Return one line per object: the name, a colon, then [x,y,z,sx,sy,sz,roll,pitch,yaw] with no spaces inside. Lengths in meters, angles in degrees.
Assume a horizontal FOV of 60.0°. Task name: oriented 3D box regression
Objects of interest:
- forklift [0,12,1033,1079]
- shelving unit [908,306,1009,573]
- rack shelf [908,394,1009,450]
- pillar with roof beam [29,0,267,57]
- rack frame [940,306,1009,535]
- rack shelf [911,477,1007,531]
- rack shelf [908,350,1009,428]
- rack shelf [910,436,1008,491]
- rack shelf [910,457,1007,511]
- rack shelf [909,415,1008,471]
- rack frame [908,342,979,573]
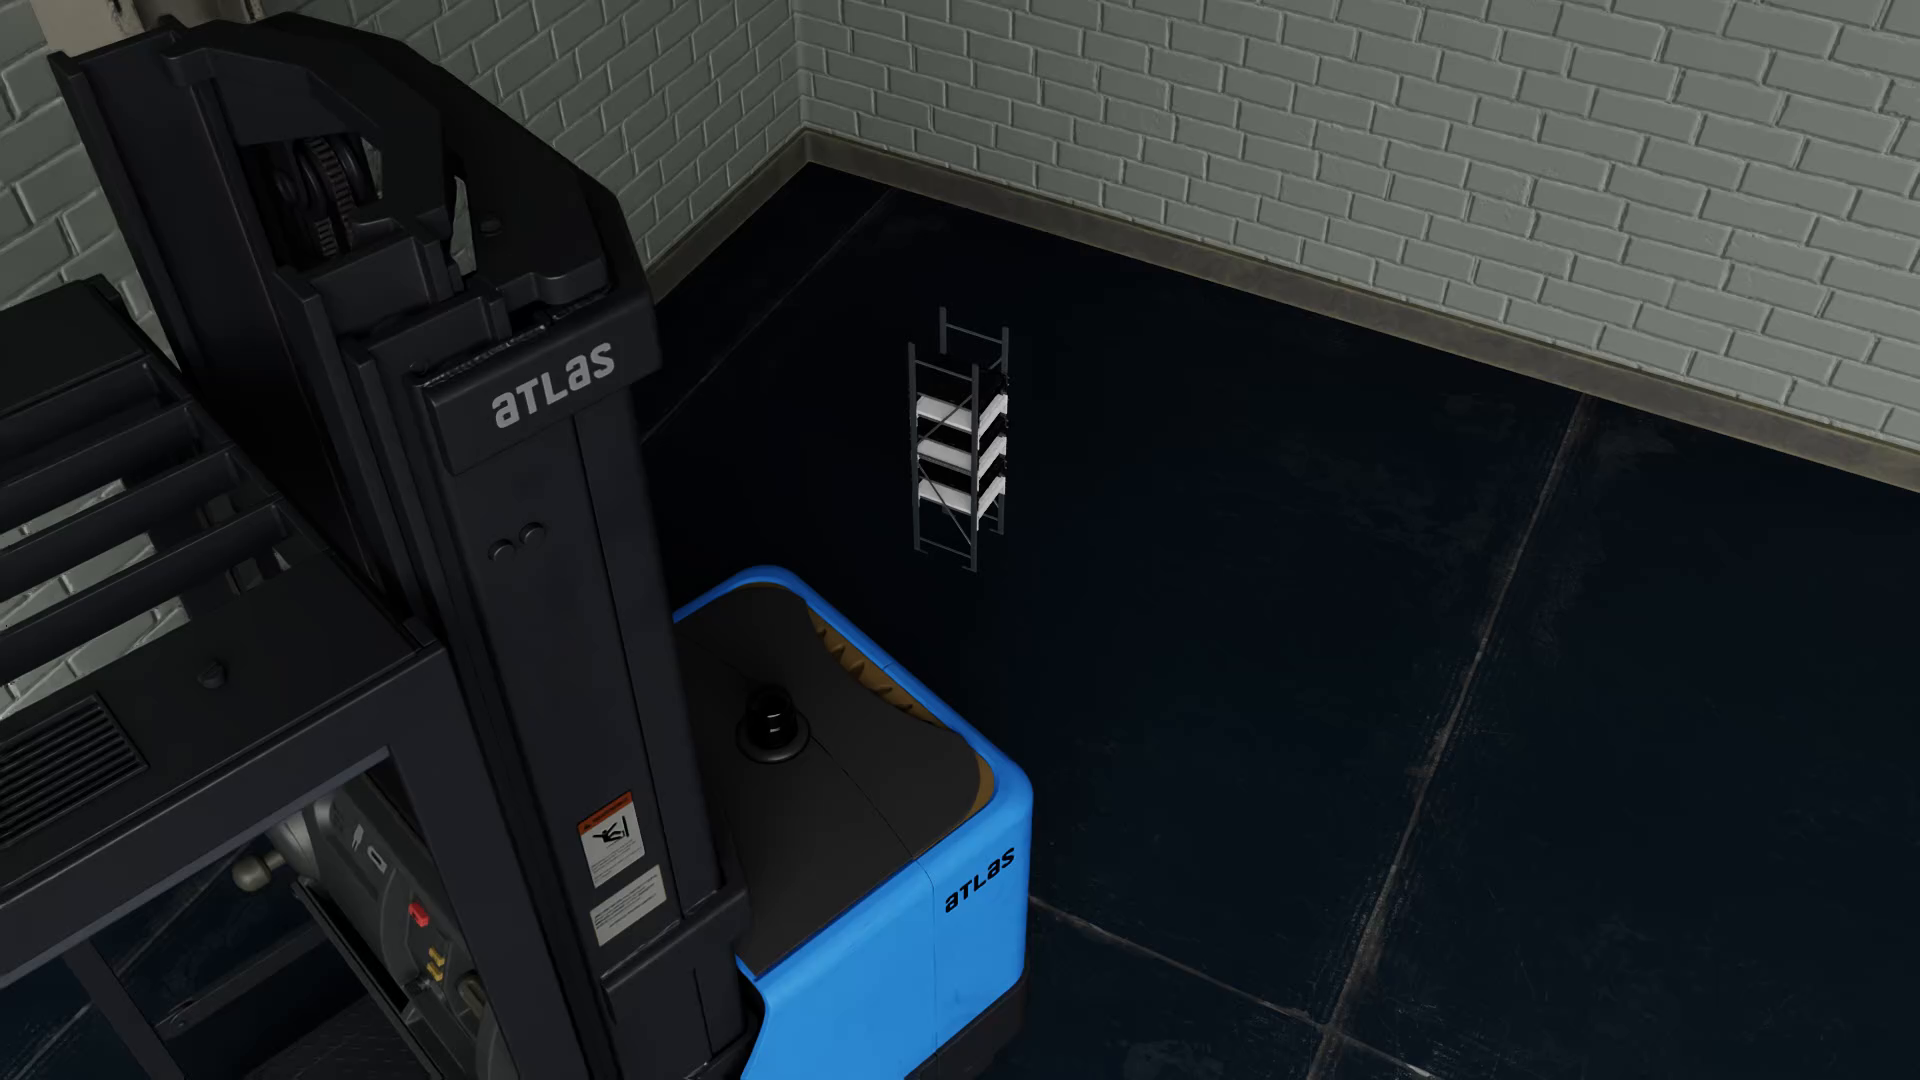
forklift: [-1.247,0.721,2.977,3.031,2.935,1.130,-33,54,-28]
shelving unit: [-0.004,-0.311,5.425,0.258,0.900,0.210,20,49,19]
rack shelf: [-0.004,-0.414,5.321,0.258,0.077,0.200,20,49,19]
pillar with roof beam: [1.863,-1.522,0.927,9.100,9.000,0.400,20,49,19]
rack frame: [0.043,-0.375,5.488,0.240,0.900,0.006,20,49,19]
rack shelf: [-0.004,-0.161,5.577,0.258,0.077,0.200,20,49,19]
rack shelf: [-0.004,-0.478,5.257,0.258,0.077,0.200,20,49,19]
rack shelf: [-0.004,-0.288,5.449,0.258,0.077,0.200,20,49,19]
rack shelf: [-0.004,-0.225,5.513,0.258,0.077,0.200,20,49,19]
rack shelf: [-0.004,-0.351,5.385,0.258,0.077,0.200,20,49,19]
rack frame: [-0.051,-0.247,5.362,0.240,0.900,0.006,20,49,19]
